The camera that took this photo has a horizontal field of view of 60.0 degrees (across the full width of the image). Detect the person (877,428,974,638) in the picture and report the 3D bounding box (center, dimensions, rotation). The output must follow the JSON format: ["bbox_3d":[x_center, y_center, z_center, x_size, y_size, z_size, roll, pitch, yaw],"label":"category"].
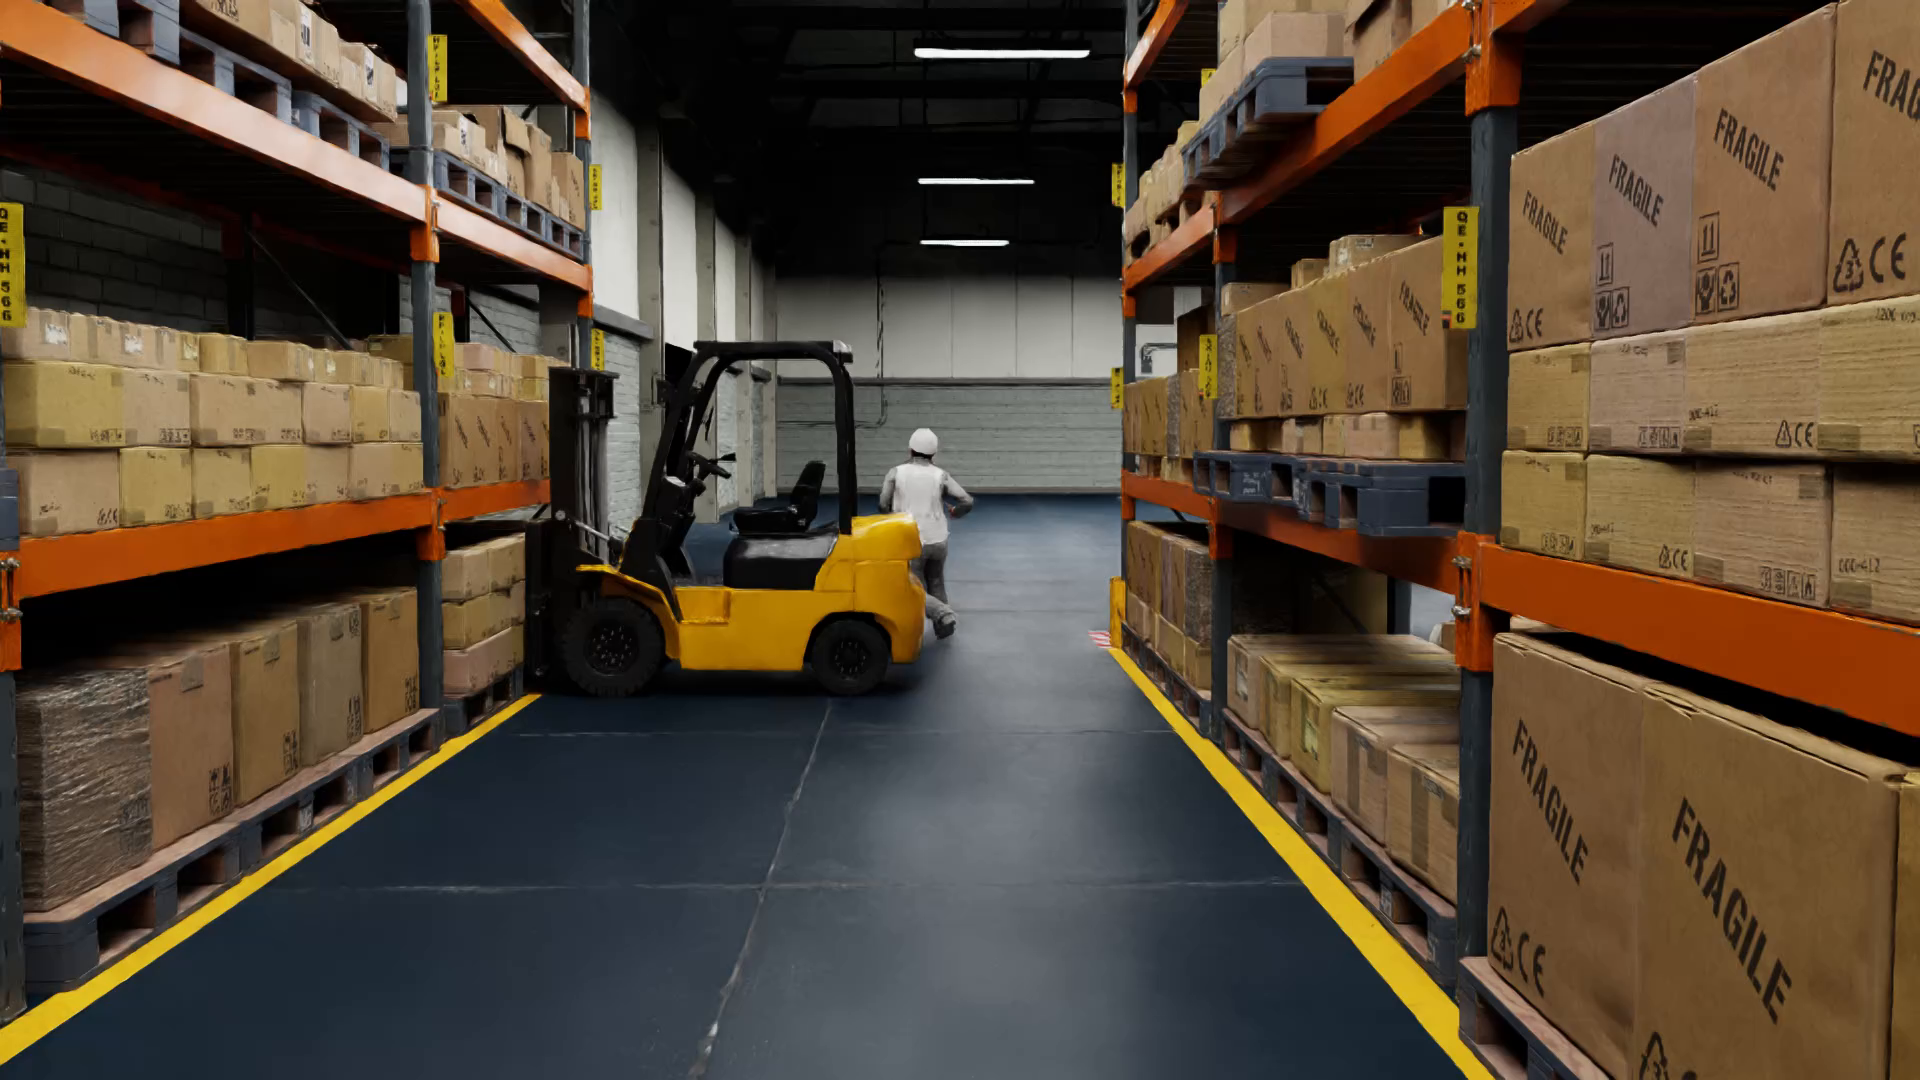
[{"bbox_3d":[-0.272,-0.037,12.672,0.727,1.633,0.937,-2,4,-24],"label":"person"}]
